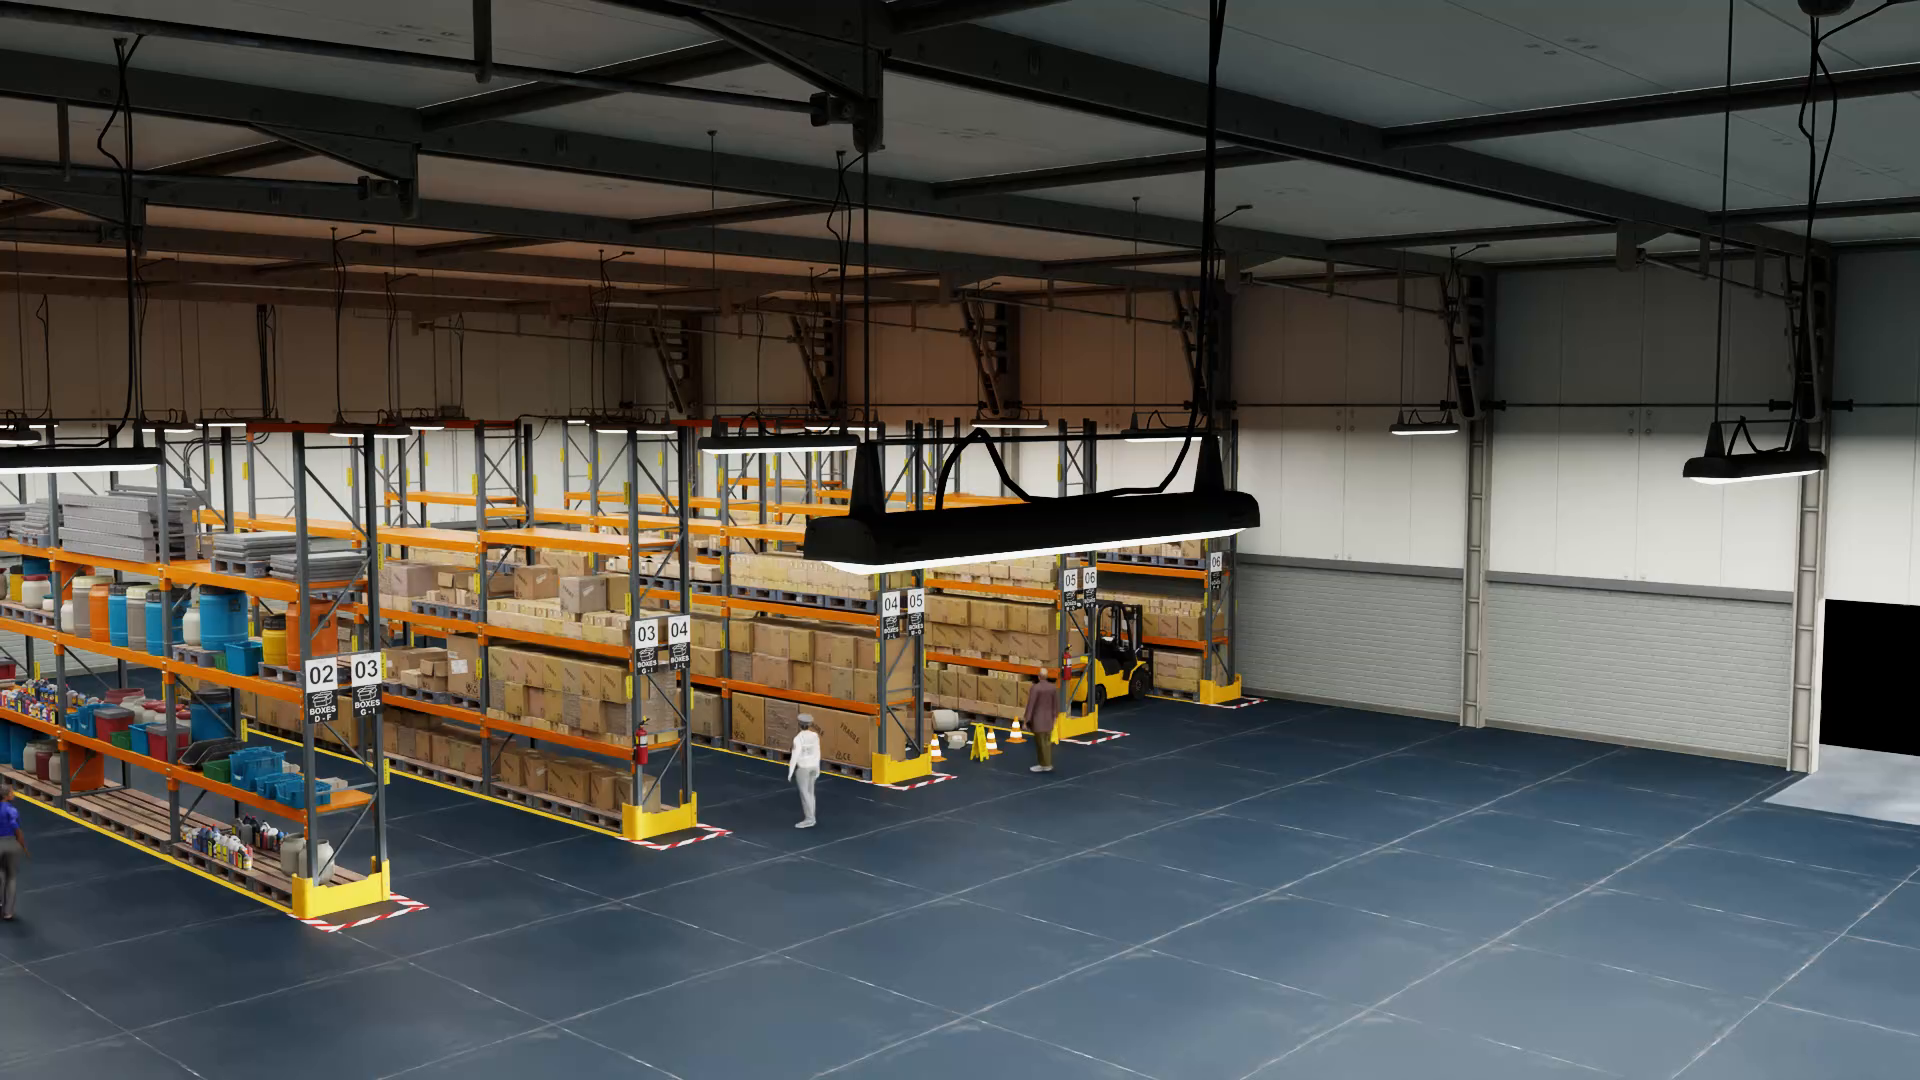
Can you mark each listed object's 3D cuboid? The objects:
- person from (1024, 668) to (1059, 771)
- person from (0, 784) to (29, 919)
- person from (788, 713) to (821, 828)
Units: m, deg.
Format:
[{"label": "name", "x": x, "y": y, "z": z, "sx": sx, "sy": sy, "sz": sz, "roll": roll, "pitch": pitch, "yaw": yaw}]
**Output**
[{"label": "person", "x": 1.415, "y": 3.151, "z": 28.694, "sx": 0.682, "sy": 1.731, "sz": 0.446, "roll": -3, "pitch": 6, "yaw": -36}, {"label": "person", "x": -11.753, "y": 3.832, "z": 20.501, "sx": 0.484, "sy": 1.691, "sz": 0.463, "roll": -1, "pitch": 5, "yaw": -14}, {"label": "person", "x": -2.322, "y": 3.462, "z": 24.940, "sx": 0.380, "sy": 1.714, "sz": 0.541, "roll": 4, "pitch": 6, "yaw": 41}]
